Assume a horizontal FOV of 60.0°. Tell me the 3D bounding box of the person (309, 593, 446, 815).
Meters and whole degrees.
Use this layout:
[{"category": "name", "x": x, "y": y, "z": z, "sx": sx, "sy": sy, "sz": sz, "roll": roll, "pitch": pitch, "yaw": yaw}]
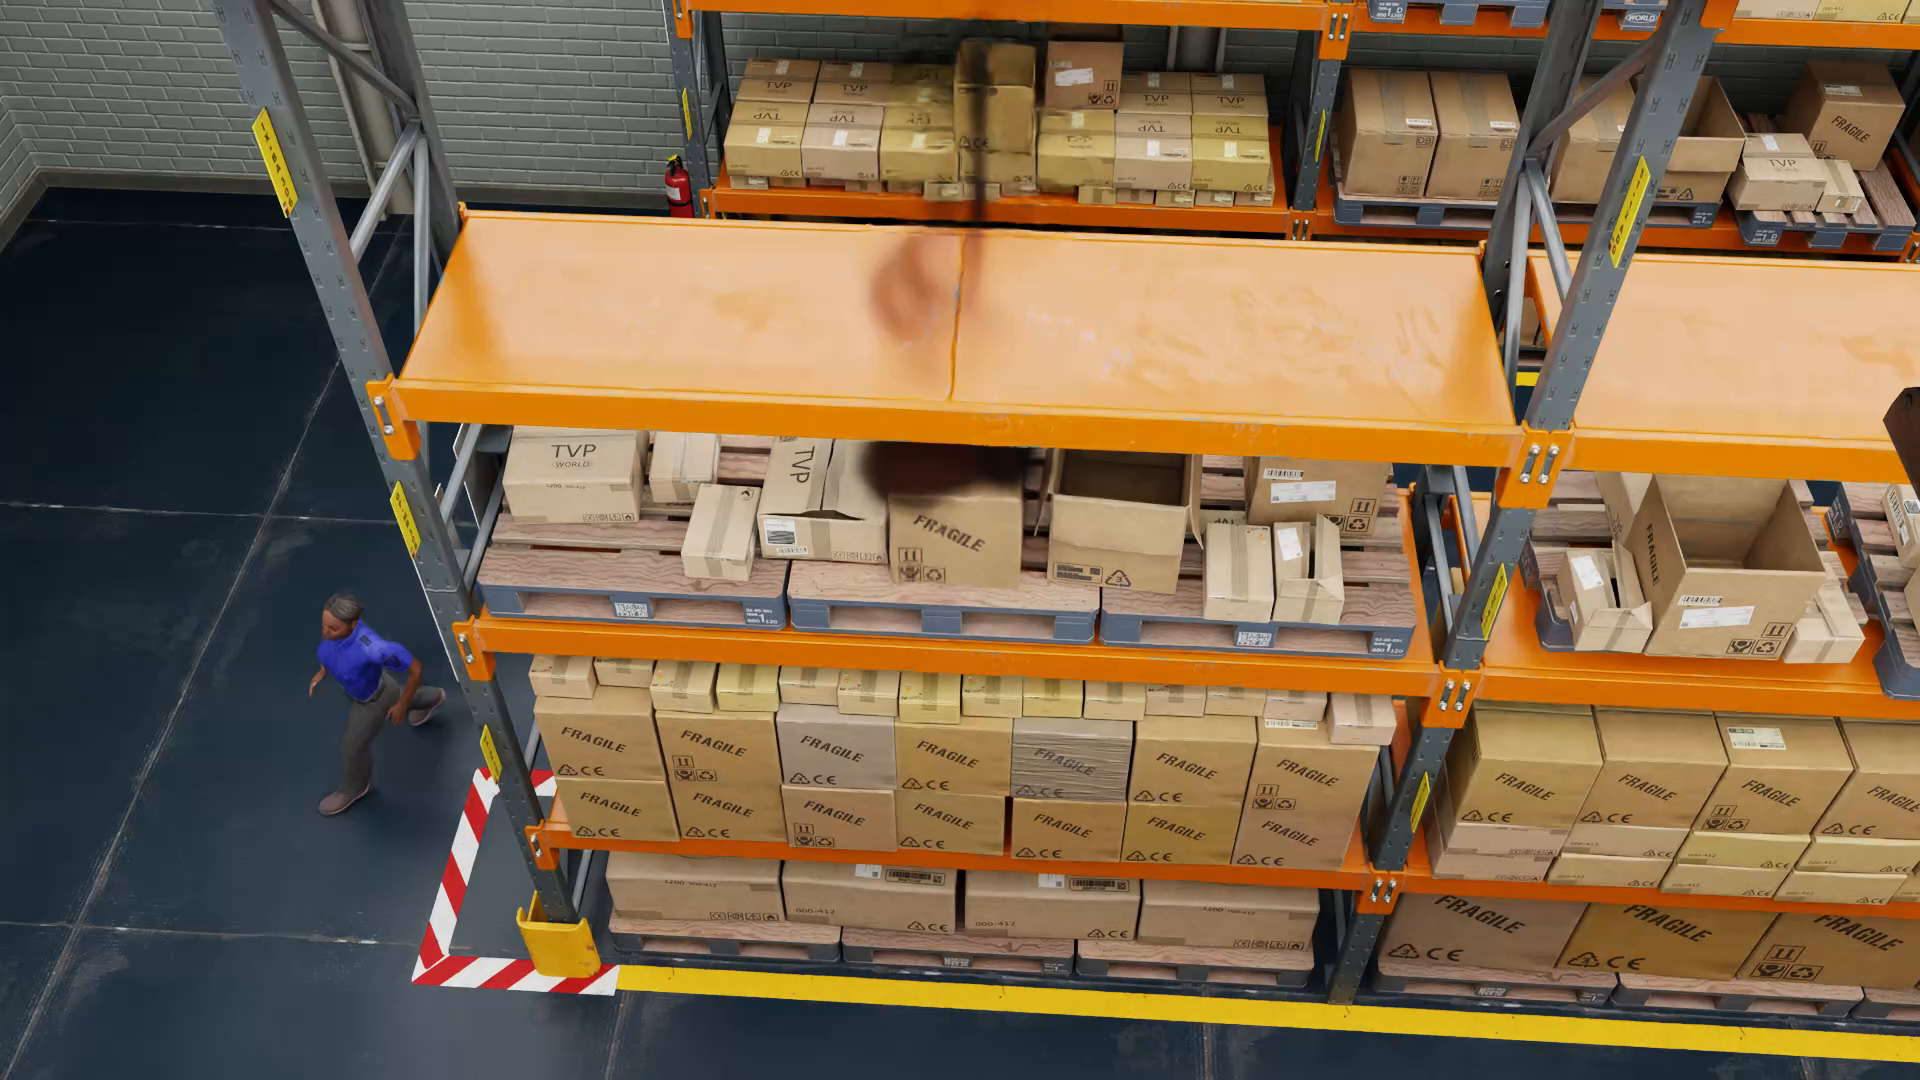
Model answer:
[{"category": "person", "x": -3.169, "y": 0.820, "z": 8.888, "sx": 0.921, "sy": 1.635, "sz": 0.662, "roll": -36, "pitch": 57, "yaw": -28}]
